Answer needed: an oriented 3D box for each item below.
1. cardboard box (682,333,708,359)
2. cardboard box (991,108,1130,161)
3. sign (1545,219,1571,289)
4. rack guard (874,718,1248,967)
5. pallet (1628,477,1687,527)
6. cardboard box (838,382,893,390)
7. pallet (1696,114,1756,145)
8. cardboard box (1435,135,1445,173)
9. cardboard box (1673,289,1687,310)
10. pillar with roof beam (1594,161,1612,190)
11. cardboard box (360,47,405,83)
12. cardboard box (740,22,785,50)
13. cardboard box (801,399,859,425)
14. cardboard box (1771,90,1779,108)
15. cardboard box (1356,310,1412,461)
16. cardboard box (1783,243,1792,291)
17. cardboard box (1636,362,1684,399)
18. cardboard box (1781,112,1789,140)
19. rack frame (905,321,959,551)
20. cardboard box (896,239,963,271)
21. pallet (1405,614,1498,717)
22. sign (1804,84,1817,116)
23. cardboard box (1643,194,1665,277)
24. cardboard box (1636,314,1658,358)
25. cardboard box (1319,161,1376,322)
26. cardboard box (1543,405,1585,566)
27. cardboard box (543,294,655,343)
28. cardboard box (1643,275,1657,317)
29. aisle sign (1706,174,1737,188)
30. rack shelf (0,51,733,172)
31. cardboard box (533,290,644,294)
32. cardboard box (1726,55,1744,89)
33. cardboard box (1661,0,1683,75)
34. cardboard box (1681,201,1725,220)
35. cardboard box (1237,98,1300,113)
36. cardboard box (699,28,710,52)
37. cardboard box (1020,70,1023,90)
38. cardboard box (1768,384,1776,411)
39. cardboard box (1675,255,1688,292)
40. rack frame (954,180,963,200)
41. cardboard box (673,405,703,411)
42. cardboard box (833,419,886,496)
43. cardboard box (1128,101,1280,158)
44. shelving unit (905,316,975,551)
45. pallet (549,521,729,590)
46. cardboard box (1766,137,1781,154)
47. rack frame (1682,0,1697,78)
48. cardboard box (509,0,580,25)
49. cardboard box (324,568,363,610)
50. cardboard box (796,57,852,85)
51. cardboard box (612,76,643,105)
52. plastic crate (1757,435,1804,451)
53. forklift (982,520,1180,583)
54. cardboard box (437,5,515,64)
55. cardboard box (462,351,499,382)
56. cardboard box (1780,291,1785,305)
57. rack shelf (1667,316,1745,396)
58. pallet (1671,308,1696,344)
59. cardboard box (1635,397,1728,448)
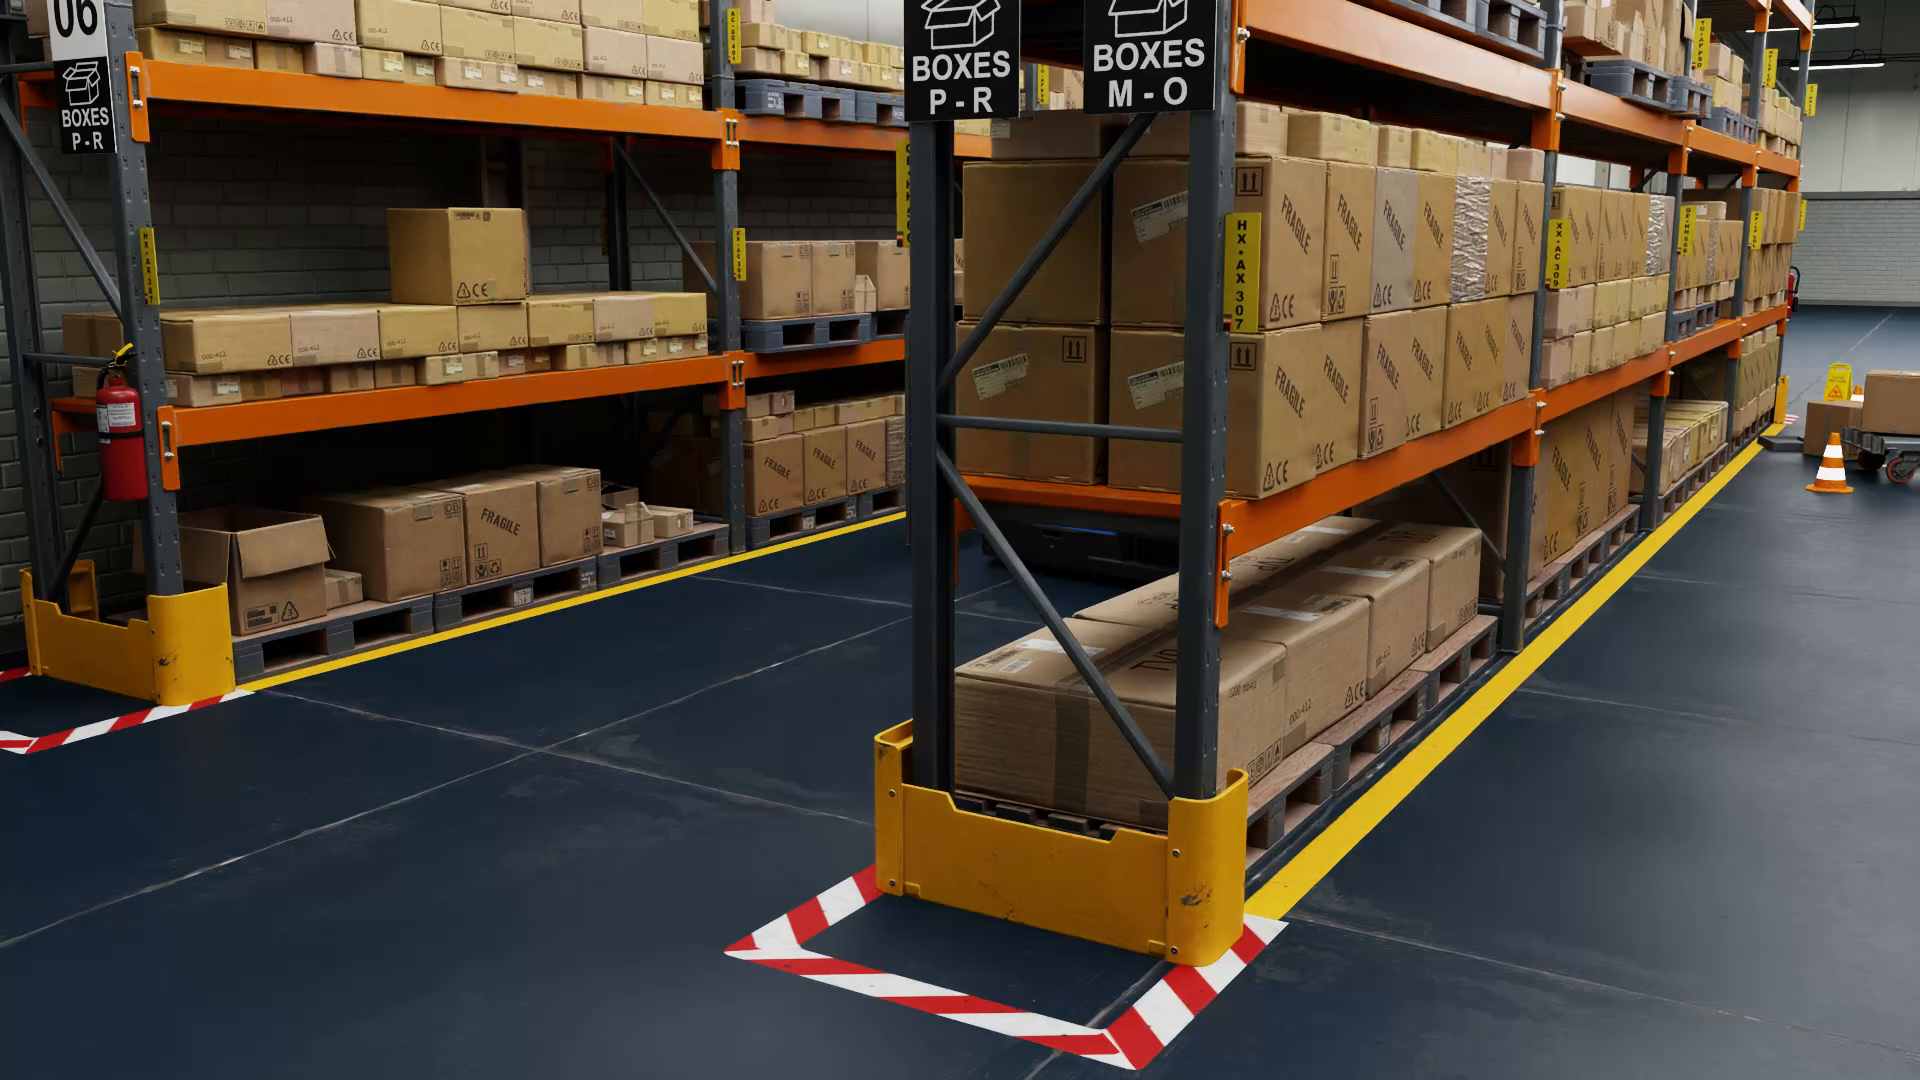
[{"bbox_3d":[-1.813,-1.230,10.470,0.380,0.149,0.250,7,12,31],"label":"cardboard box"},{"bbox_3d":[0.320,-1.260,5.196,0.380,0.149,0.250,7,12,31],"label":"cardboard box"},{"bbox_3d":[2.856,-1.366,7.945,0.100,0.325,0.005,6,12,31],"label":"sign"},{"bbox_3d":[0.292,0.907,5.163,1.175,0.500,0.348,6,12,31],"label":"rack guard"},{"bbox_3d":[4.865,-0.335,12.586,1.003,0.211,1.213,6,12,31],"label":"pallet"},{"bbox_3d":[-0.765,-1.181,13.416,0.380,0.149,0.250,6,12,28],"label":"cardboard box"},{"bbox_3d":[6.123,-3.507,14.311,1.213,0.211,1.003,6,12,31],"label":"pallet"},{"bbox_3d":[1.661,-1.500,6.476,0.380,0.149,0.250,6,12,31],"label":"cardboard box"},{"bbox_3d":[5.142,-1.779,12.263,0.380,0.149,0.250,5,12,27],"label":"cardboard box"},{"bbox_3d":[19.375,-9.604,38.212,9.100,9.000,0.548,6,12,31],"label":"pillar with roof beam"},{"bbox_3d":[-2.967,-2.331,8.200,0.380,0.149,0.250,6,12,31],"label":"cardboard box"},{"bbox_3d":[-1.333,-3.185,10.543,0.380,0.149,0.250,7,13,32],"label":"cardboard box"},{"bbox_3d":[-0.956,-0.928,12.062,0.380,0.149,0.250,6,12,31],"label":"cardboard box"},{"bbox_3d":[7.391,-4.097,15.464,0.380,0.149,0.250,6,12,30],"label":"cardboard box"},{"bbox_3d":[1.317,-0.583,6.058,0.500,0.500,0.500,6,12,30],"label":"cardboard box"},{"bbox_3d":[8.565,-2.925,17.761,0.500,0.500,0.500,6,12,30],"label":"cardboard box"},{"bbox_3d":[6.612,-1.554,15.814,0.500,0.500,0.500,6,12,30],"label":"cardboard box"},{"bbox_3d":[7.788,-4.041,16.252,0.500,0.250,0.500,7,12,31],"label":"cardboard box"},{"bbox_3d":[-0.187,-0.681,10.929,0.400,1.500,0.023,6,12,31],"label":"rack frame"},{"bbox_3d":[-0.187,-2.246,13.803,0.500,0.500,0.500,7,13,33],"label":"cardboard box"},{"bbox_3d":[1.919,0.529,7.971,1.003,0.211,1.213,6,12,31],"label":"pallet"},{"bbox_3d":[9.075,-4.695,17.737,0.100,0.325,0.005,6,12,31],"label":"sign"},{"bbox_3d":[4.154,-1.936,10.570,0.500,0.500,0.500,7,12,32],"label":"cardboard box"},{"bbox_3d":[4.165,-1.323,10.693,0.500,0.250,0.500,7,12,32],"label":"cardboard box"},{"bbox_3d":[1.059,-0.996,5.548,0.500,0.500,0.500,6,12,29],"label":"cardboard box"},{"bbox_3d":[3.097,-0.364,9.795,0.875,0.875,0.875,7,13,32],"label":"cardboard box"},{"bbox_3d":[-2.166,-1.317,9.849,0.500,0.250,0.500,6,12,31],"label":"cardboard box"},{"bbox_3d":[4.160,-1.574,10.673,0.500,0.250,0.500,6,12,29],"label":"cardboard box"},{"bbox_3d":[8.378,-4.159,18.365,0.394,0.787,0.004,6,12,31],"label":"aisle sign"},{"bbox_3d":[-2.901,-2.234,8.954,1.077,0.370,4.000,6,12,31],"label":"rack shelf"},{"bbox_3d":[-2.351,-1.448,10.552,0.500,0.250,0.500,6,12,30],"label":"cardboard box"},{"bbox_3d":[6.342,-3.962,14.135,0.500,0.250,0.500,7,13,32],"label":"cardboard box"},{"bbox_3d":[4.106,-3.139,10.421,0.700,0.500,0.500,6,12,28],"label":"cardboard box"},{"bbox_3d":[6.019,-2.684,13.568,0.380,0.149,0.250,6,12,28],"label":"cardboard box"},{"bbox_3d":[3.392,-4.763,18.813,0.797,0.503,0.637,7,13,33],"label":"cardboard box"},{"bbox_3d":[-1.807,-3.239,10.827,0.380,0.149,0.250,6,12,30],"label":"cardboard box"},{"bbox_3d":[0.288,-3.717,13.438,0.380,0.149,0.250,7,13,33],"label":"cardboard box"},{"bbox_3d":[8.409,-1.540,17.772,0.500,0.250,0.500,6,12,30],"label":"cardboard box"},{"bbox_3d":[4.889,-2.034,11.859,0.500,0.500,0.500,6,12,29],"label":"cardboard box"},{"bbox_3d":[0.214,-2.057,14.204,1.000,3.000,0.127,6,12,31],"label":"rack frame"},{"bbox_3d":[-1.786,-0.852,11.655,0.380,0.149,0.250,6,12,31],"label":"cardboard box"},{"bbox_3d":[-0.889,-0.623,12.196,0.500,0.500,0.500,6,12,29],"label":"cardboard box"},{"bbox_3d":[0.725,-1.214,4.949,0.380,0.149,0.250,7,13,32],"label":"cardboard box"},{"bbox_3d":[0.003,-0.738,11.236,0.431,1.500,0.755,6,12,31],"label":"shelving unit"},{"bbox_3d":[-2.221,0.051,10.524,1.003,0.211,1.213,6,12,31],"label":"pallet"},{"bbox_3d":[7.650,-3.783,15.956,0.380,0.149,0.250,6,12,30],"label":"cardboard box"},{"bbox_3d":[4.458,-4.532,11.122,1.000,3.000,0.127,6,12,31],"label":"rack frame"},{"bbox_3d":[-2.446,-2.958,9.109,0.500,0.250,0.500,7,12,32],"label":"cardboard box"},{"bbox_3d":[-3.287,0.246,8.509,0.380,0.149,0.250,6,12,28],"label":"cardboard box"},{"bbox_3d":[-0.952,-3.161,11.222,0.380,0.149,0.250,7,12,31],"label":"cardboard box"},{"bbox_3d":[-2.074,-2.614,9.713,0.380,0.149,0.250,7,13,33],"label":"cardboard box"},{"bbox_3d":[8.050,-0.946,16.203,0.402,0.080,0.583,2,11,11],"label":"plastic crate"},{"bbox_3d":[1.593,-1.180,9.708,3.031,2.935,1.130,9,14,39],"label":"forklift"},{"bbox_3d":[-2.704,-2.634,8.734,0.500,0.250,0.500,6,12,30],"label":"cardboard box"},{"bbox_3d":[-2.704,-0.942,8.931,0.380,0.149,0.250,7,13,32],"label":"cardboard box"},{"bbox_3d":[8.563,-2.588,17.725,0.380,0.149,0.250,6,12,30],"label":"cardboard box"},{"bbox_3d":[5.496,-1.544,13.420,1.077,0.370,4.000,6,12,31],"label":"rack shelf"},{"bbox_3d":[4.737,-1.611,12.345,1.213,0.211,1.003,6,12,31],"label":"pallet"},{"bbox_3d":[6.264,-1.044,14.795,0.950,0.372,0.625,7,12,31],"label":"cardboard box"}]
